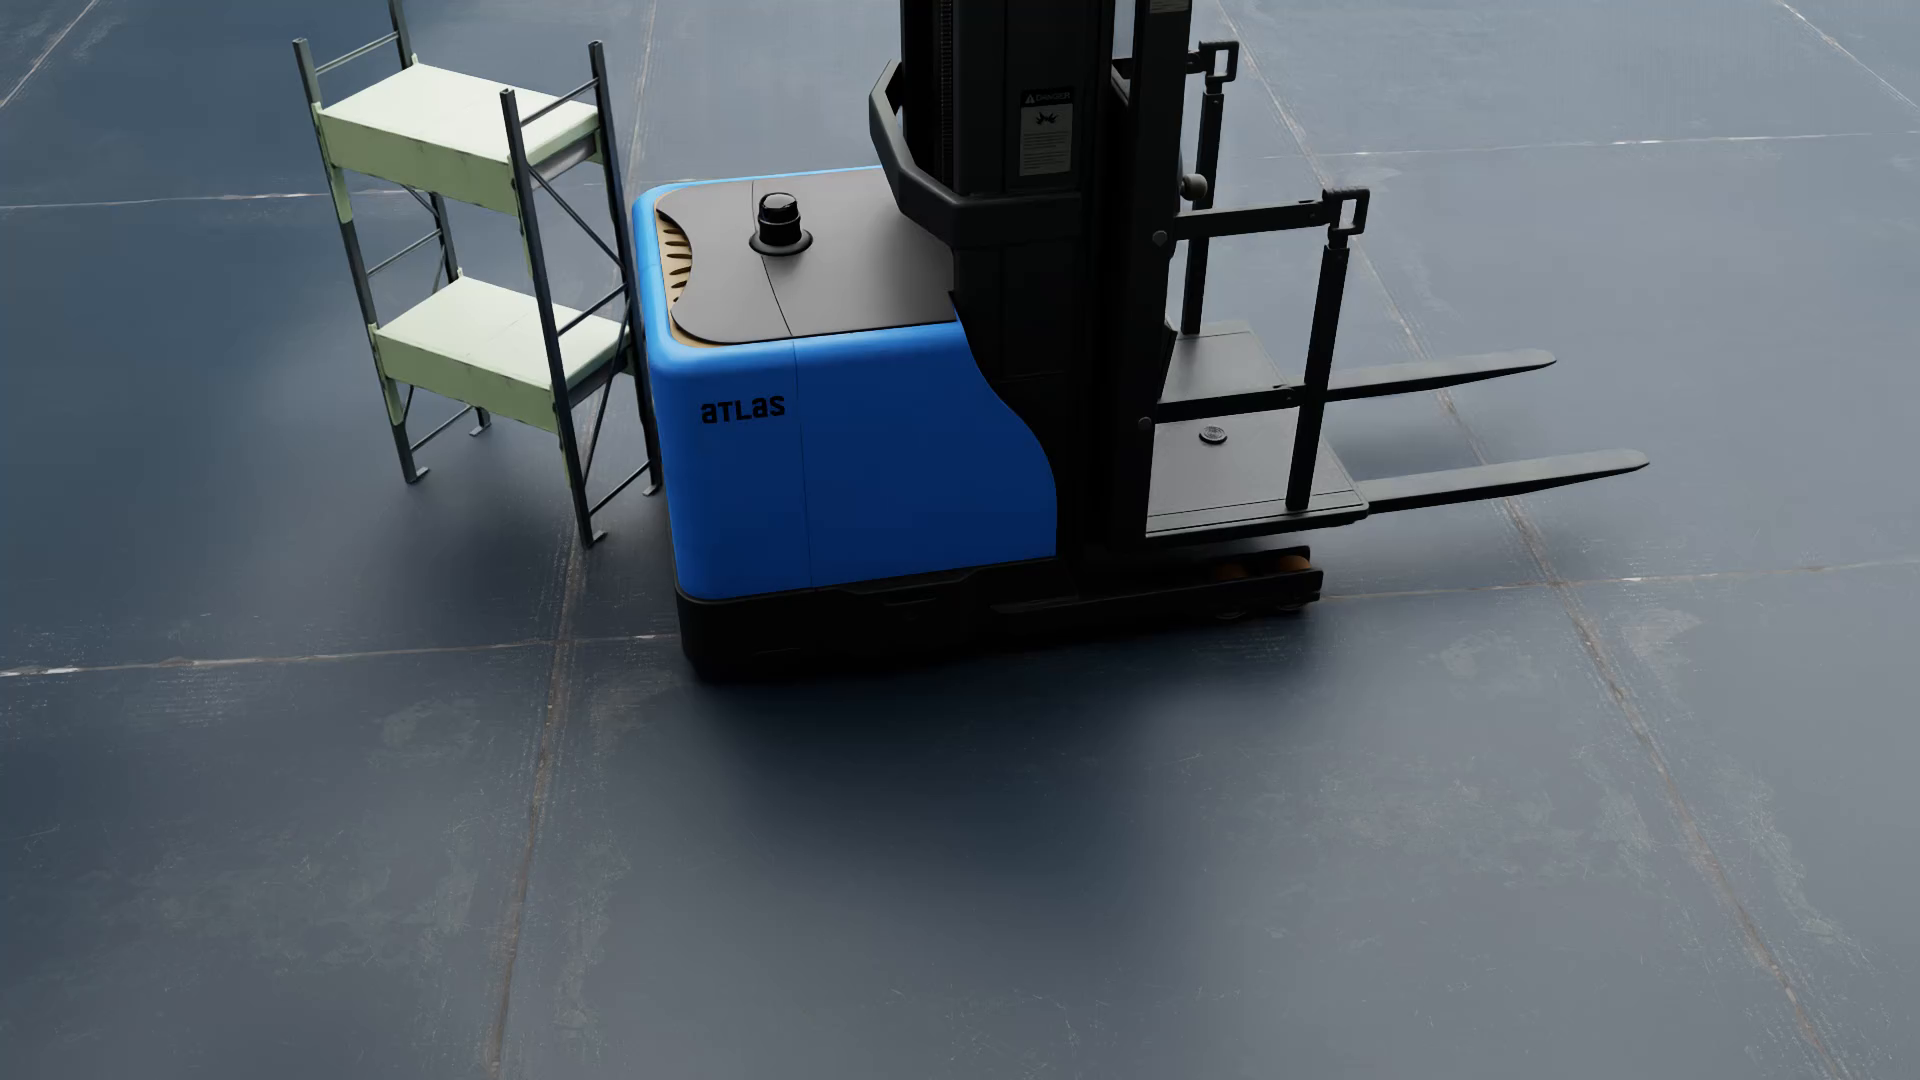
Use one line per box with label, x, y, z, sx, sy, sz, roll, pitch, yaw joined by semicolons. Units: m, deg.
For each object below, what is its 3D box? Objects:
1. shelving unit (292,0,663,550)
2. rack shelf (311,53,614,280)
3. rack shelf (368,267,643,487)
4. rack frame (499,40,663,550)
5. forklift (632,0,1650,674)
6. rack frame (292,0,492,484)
shelving unit;-1.406;-0.779;5.024;0.755;1.500;0.431;18;42;22
rack shelf;-1.407;-1.085;4.783;0.720;0.370;0.431;18;42;22
rack shelf;-1.405;-0.522;5.226;0.720;0.370;0.431;18;42;22
rack frame;-1.084;-0.672;4.888;0.023;1.500;0.400;18;42;22
forklift;0.609;-1.229;4.441;3.031;2.935;1.130;-7;39;-9
rack frame;-1.728;-0.885;5.161;0.023;1.500;0.400;18;42;22
